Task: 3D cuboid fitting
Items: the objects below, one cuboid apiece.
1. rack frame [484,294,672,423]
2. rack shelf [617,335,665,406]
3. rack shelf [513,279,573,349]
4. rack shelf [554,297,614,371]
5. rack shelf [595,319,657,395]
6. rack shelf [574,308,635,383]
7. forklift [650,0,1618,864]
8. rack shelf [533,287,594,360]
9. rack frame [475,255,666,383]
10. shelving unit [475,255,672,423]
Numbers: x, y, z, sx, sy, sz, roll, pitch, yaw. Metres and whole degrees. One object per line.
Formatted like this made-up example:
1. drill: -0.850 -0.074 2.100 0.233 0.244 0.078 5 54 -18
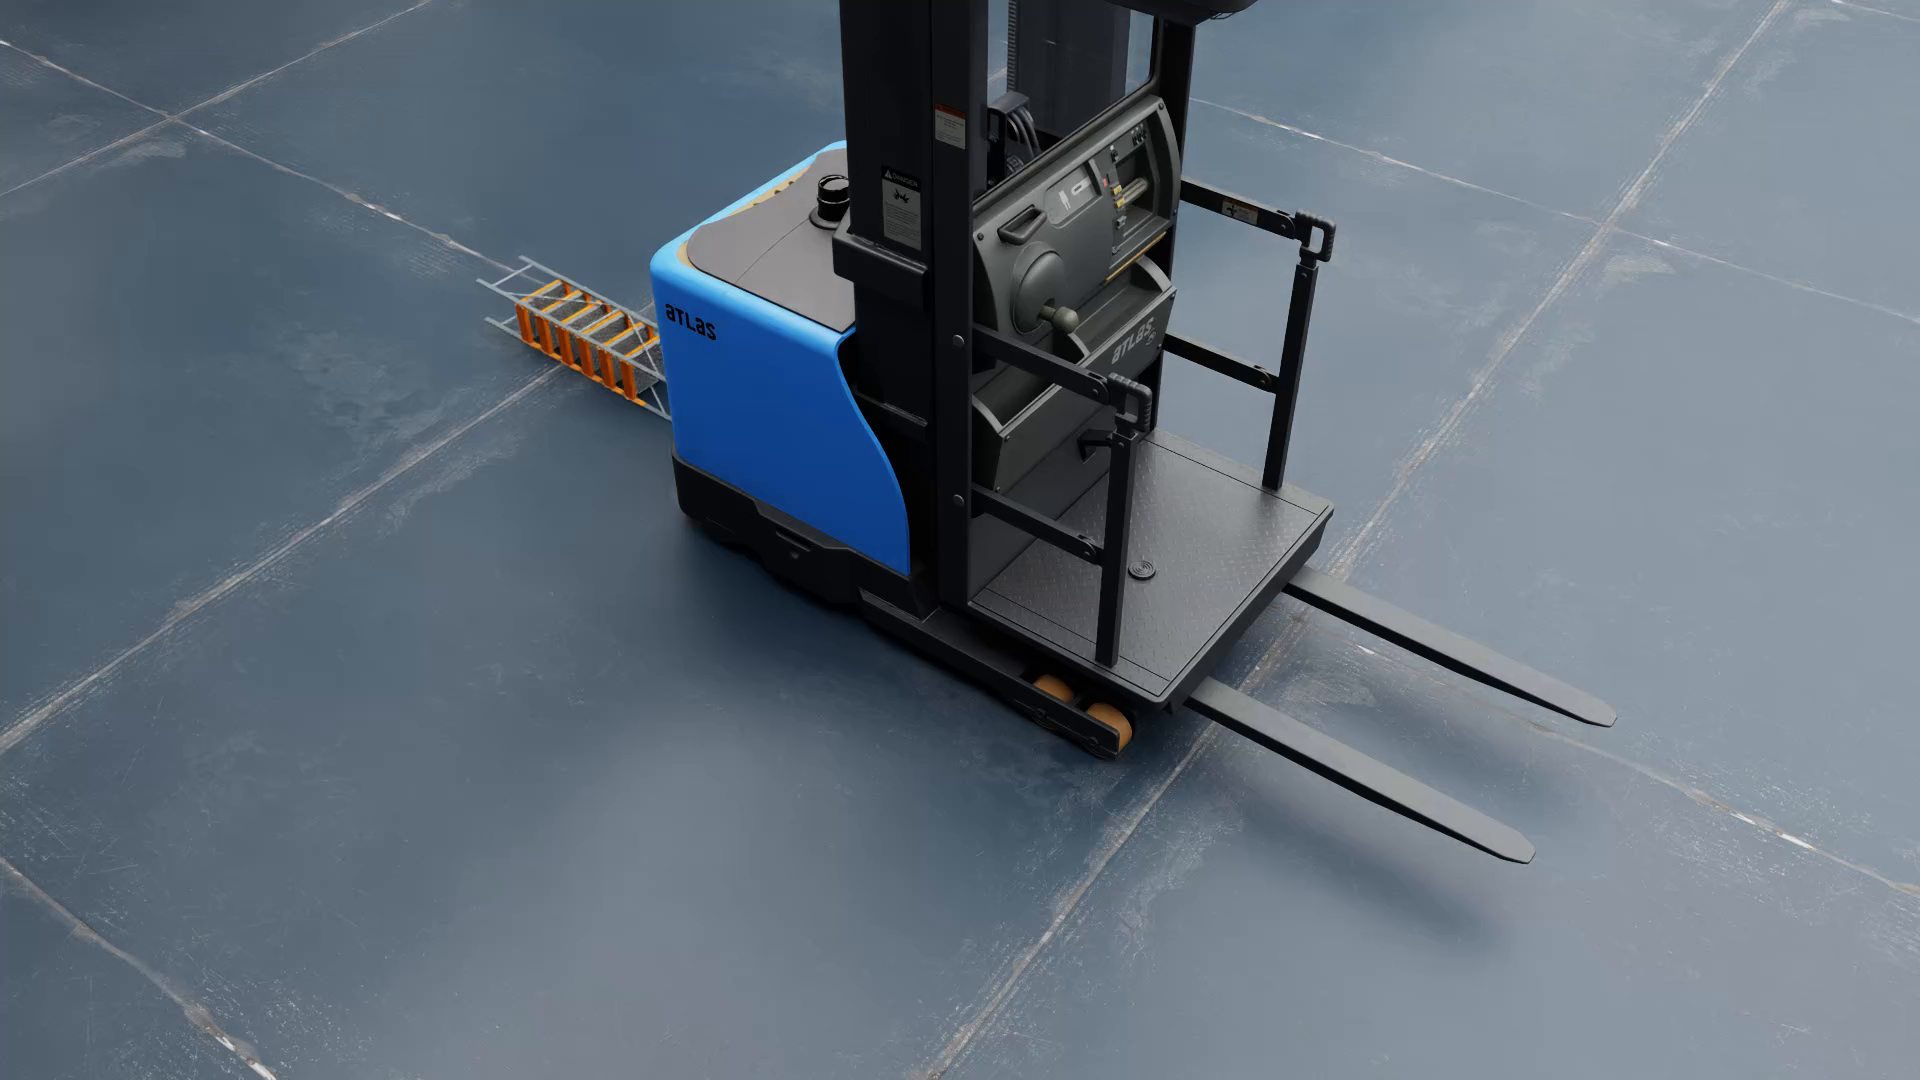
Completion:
1. rack frame: -1.388 -0.708 6.531 1.200 0.006 0.240 28 49 28
2. rack shelf: -1.168 -0.658 6.336 0.103 0.180 0.258 28 49 28
3. rack shelf: -1.634 -0.907 6.620 0.103 0.180 0.258 28 49 28
4. rack shelf: -1.448 -0.808 6.506 0.103 0.180 0.258 28 49 28
5. rack shelf: -1.261 -0.708 6.393 0.103 0.180 0.258 28 49 28
6. rack shelf: -1.354 -0.758 6.450 0.103 0.180 0.258 28 49 28
7. forklift: 0.506 -0.841 4.492 3.031 2.935 1.130 26 48 26
8. rack shelf: -1.541 -0.857 6.563 0.103 0.180 0.258 28 49 28
9. rack frame: -1.389 -0.845 6.410 1.200 0.006 0.240 28 49 28
10. shelving unit: -1.389 -0.776 6.471 1.200 0.189 0.258 28 49 28
